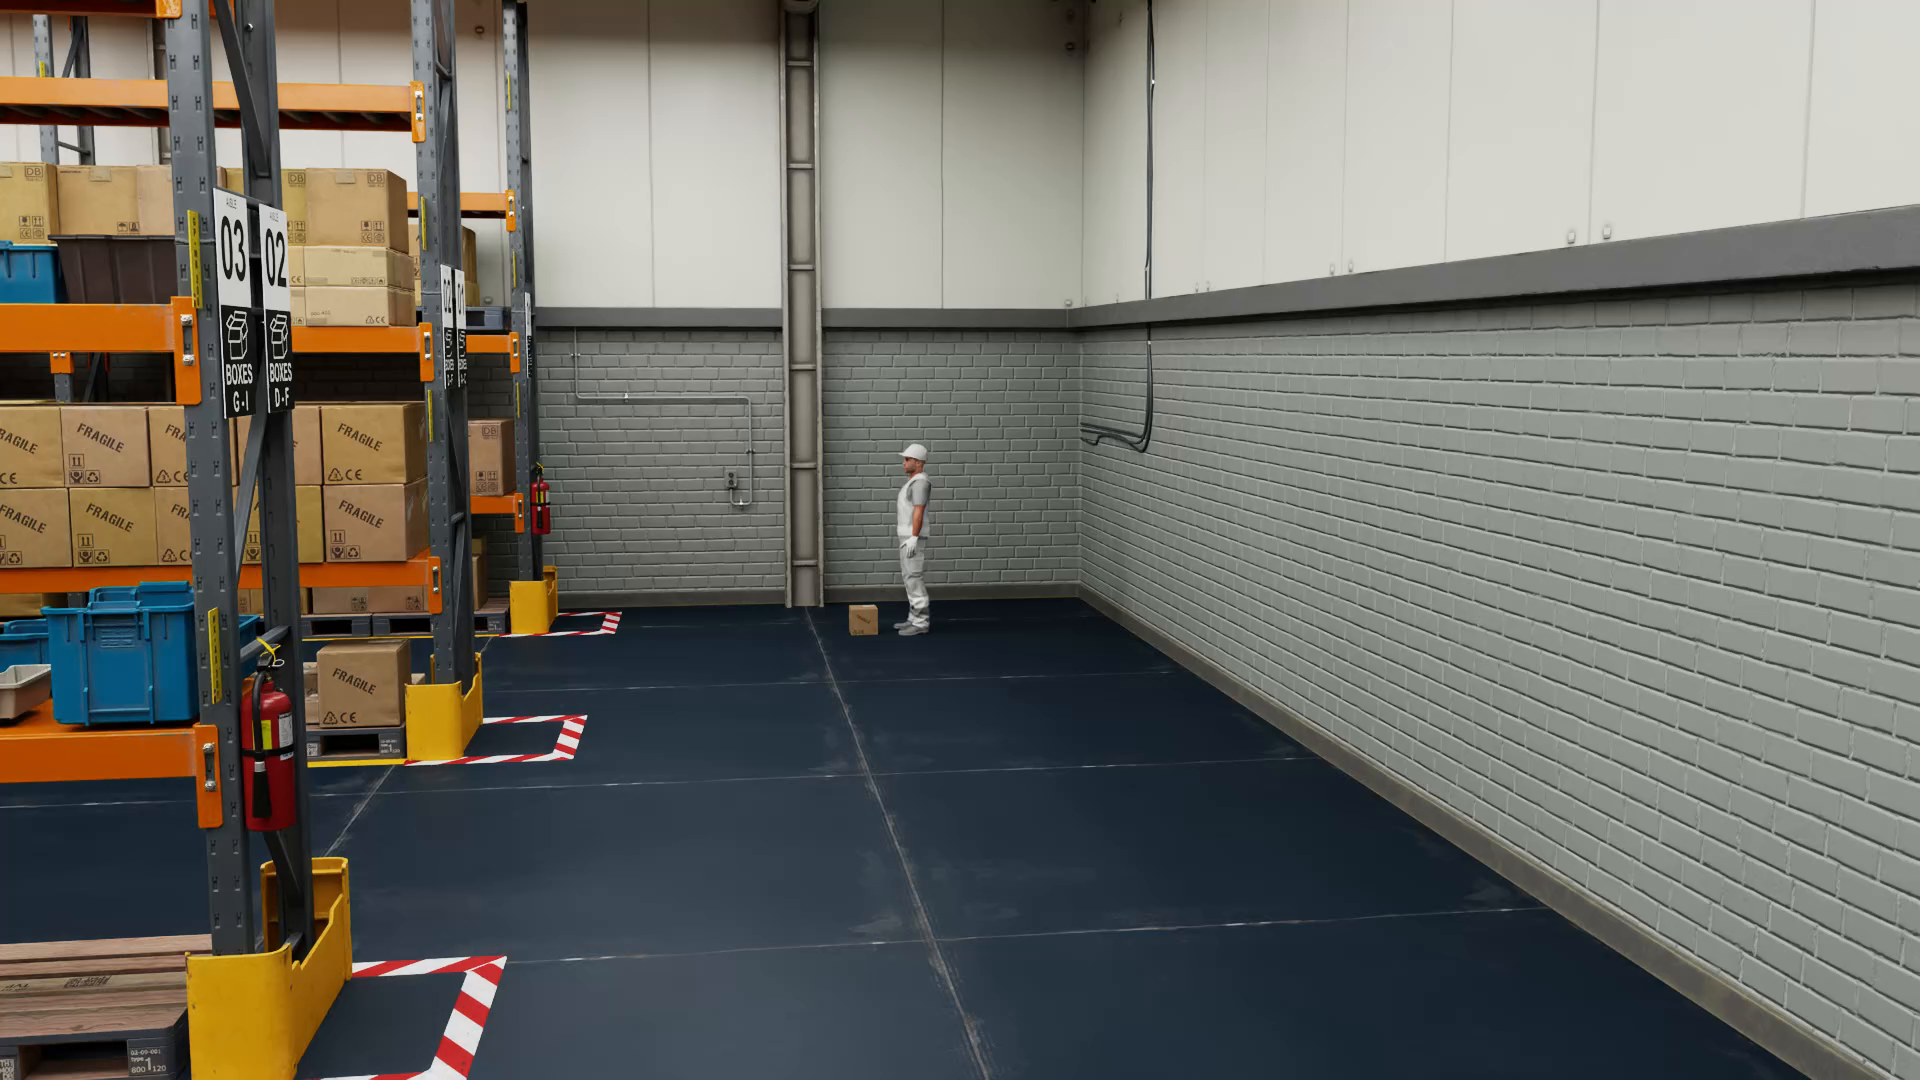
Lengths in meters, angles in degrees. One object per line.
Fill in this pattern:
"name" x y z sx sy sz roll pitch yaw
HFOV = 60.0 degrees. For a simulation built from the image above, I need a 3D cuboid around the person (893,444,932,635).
"person" -0.446 -0.010 15.716 0.351 1.795 0.524 -1 6 -7
